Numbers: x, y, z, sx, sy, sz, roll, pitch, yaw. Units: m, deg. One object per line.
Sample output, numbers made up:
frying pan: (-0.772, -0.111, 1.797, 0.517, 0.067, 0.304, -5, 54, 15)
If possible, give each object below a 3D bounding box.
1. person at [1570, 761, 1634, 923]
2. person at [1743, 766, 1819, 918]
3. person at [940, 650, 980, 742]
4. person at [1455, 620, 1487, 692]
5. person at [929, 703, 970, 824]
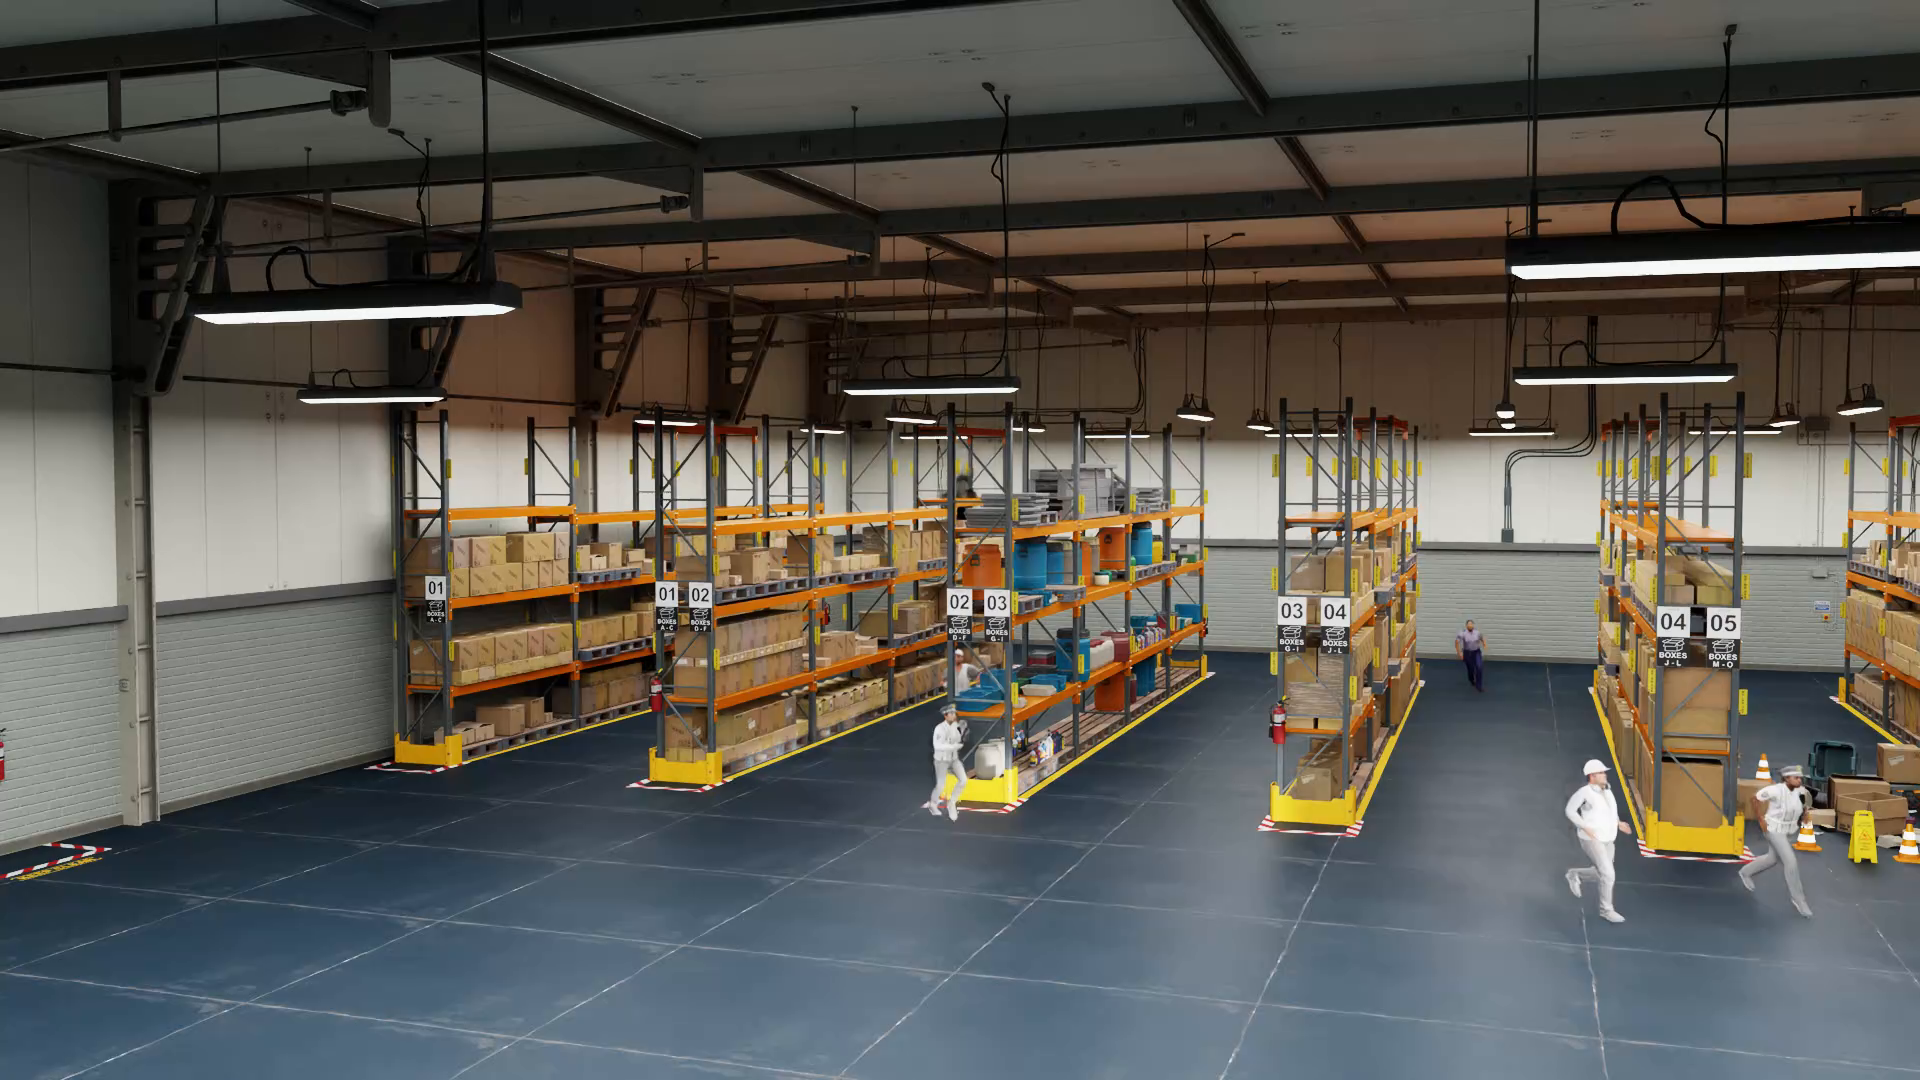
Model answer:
person: (7.129, 3.345, 18.608, 0.661, 1.748, 0.722, -2, 3, -34)
person: (9.356, 3.367, 18.975, 0.555, 1.684, 1.064, -1, 3, -23)
person: (-0.014, 2.857, 29.526, 0.680, 1.834, 0.940, 1, 3, 18)
person: (11.550, 2.607, 37.631, 0.708, 1.604, 0.585, 0, 2, 7)
person: (-0.164, 3.150, 23.614, 0.622, 1.710, 0.812, -2, 3, -43)
